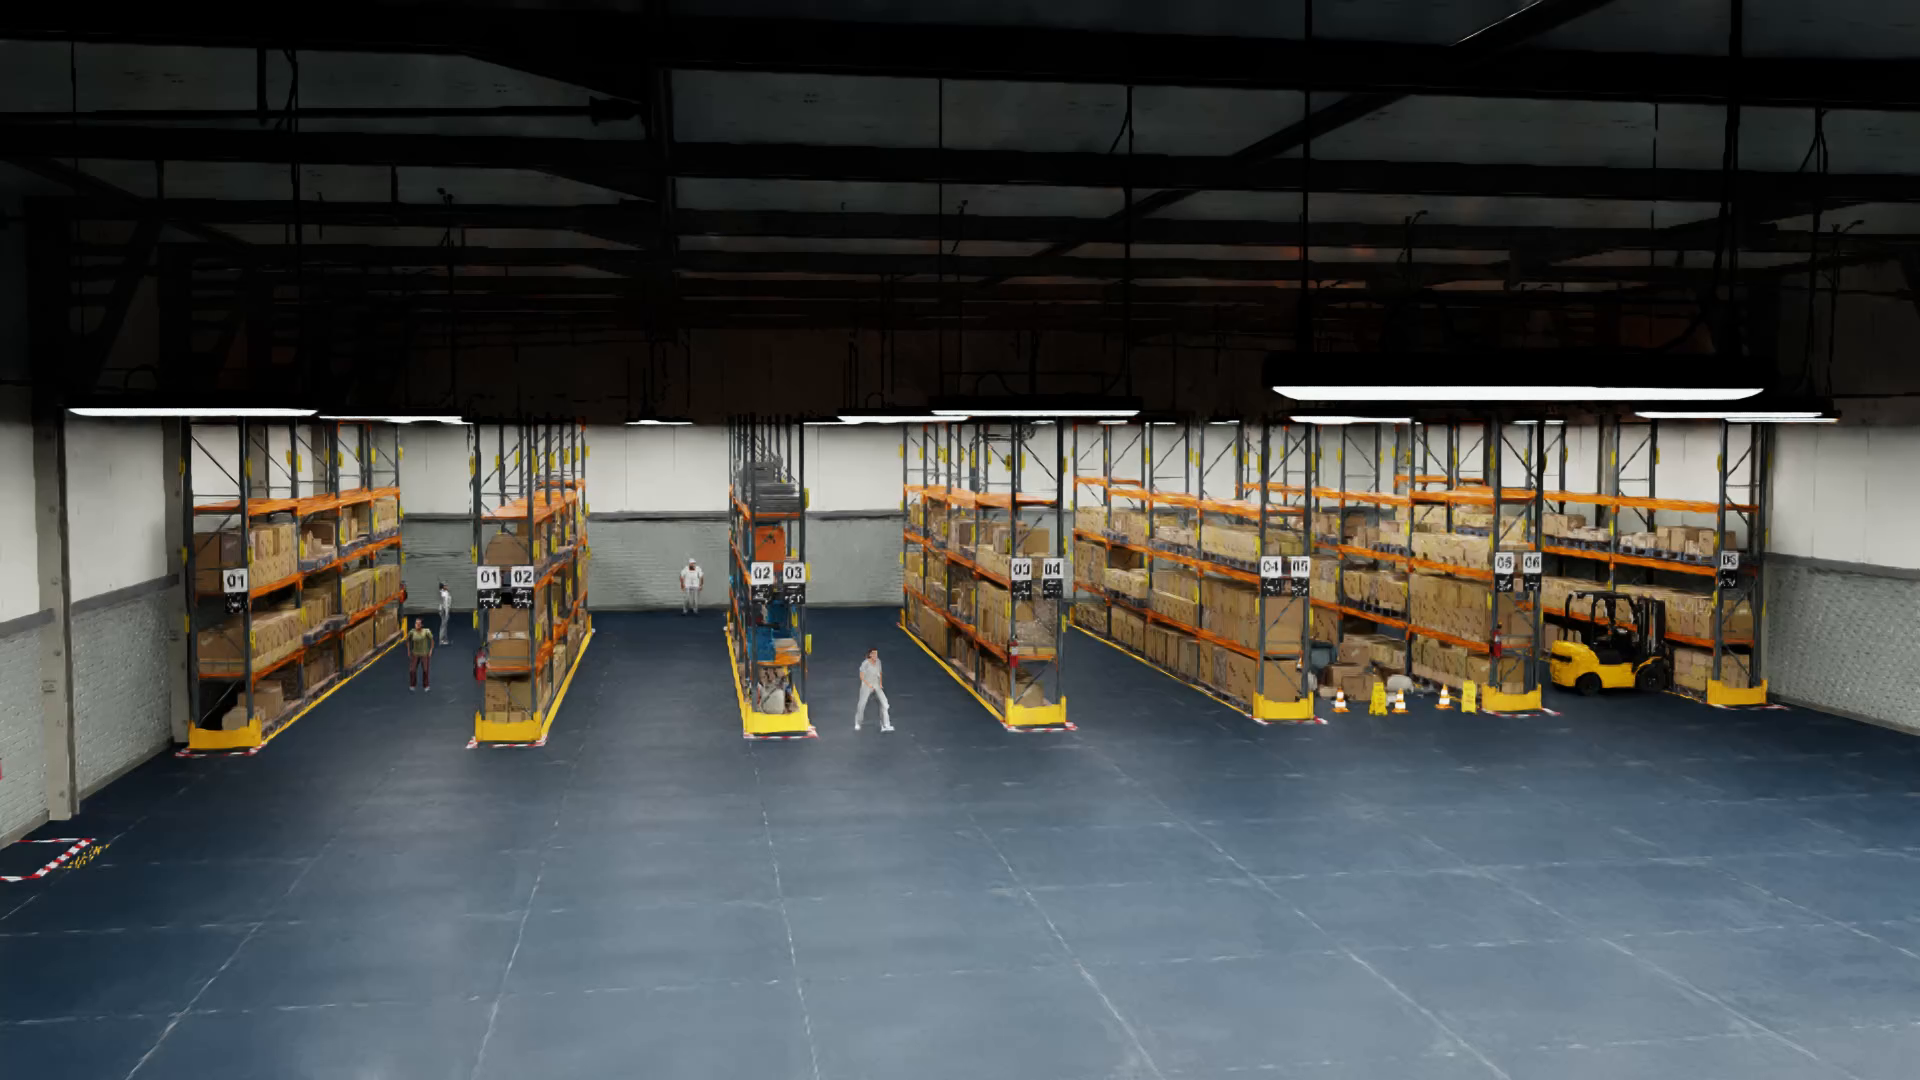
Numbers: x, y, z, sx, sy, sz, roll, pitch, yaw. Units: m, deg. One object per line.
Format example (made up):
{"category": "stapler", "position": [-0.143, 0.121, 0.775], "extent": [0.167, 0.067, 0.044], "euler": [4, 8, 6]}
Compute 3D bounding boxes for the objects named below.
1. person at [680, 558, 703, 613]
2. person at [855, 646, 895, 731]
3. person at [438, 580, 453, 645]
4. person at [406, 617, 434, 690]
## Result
{"category": "person", "position": [-8.226, 1.411, 50.973], "extent": [0.719, 1.714, 0.578], "euler": [-1, 4, -11]}
{"category": "person", "position": [-1.661, 2.781, 31.303], "extent": [0.604, 1.604, 0.811], "euler": [-2, 4, -27]}
{"category": "person", "position": [-13.547, 1.893, 43.752], "extent": [0.365, 1.684, 0.603], "euler": [-1, 4, -19]}
{"category": "person", "position": [-11.719, 2.467, 36.098], "extent": [0.598, 1.617, 0.503], "euler": [-1, 4, -11]}
